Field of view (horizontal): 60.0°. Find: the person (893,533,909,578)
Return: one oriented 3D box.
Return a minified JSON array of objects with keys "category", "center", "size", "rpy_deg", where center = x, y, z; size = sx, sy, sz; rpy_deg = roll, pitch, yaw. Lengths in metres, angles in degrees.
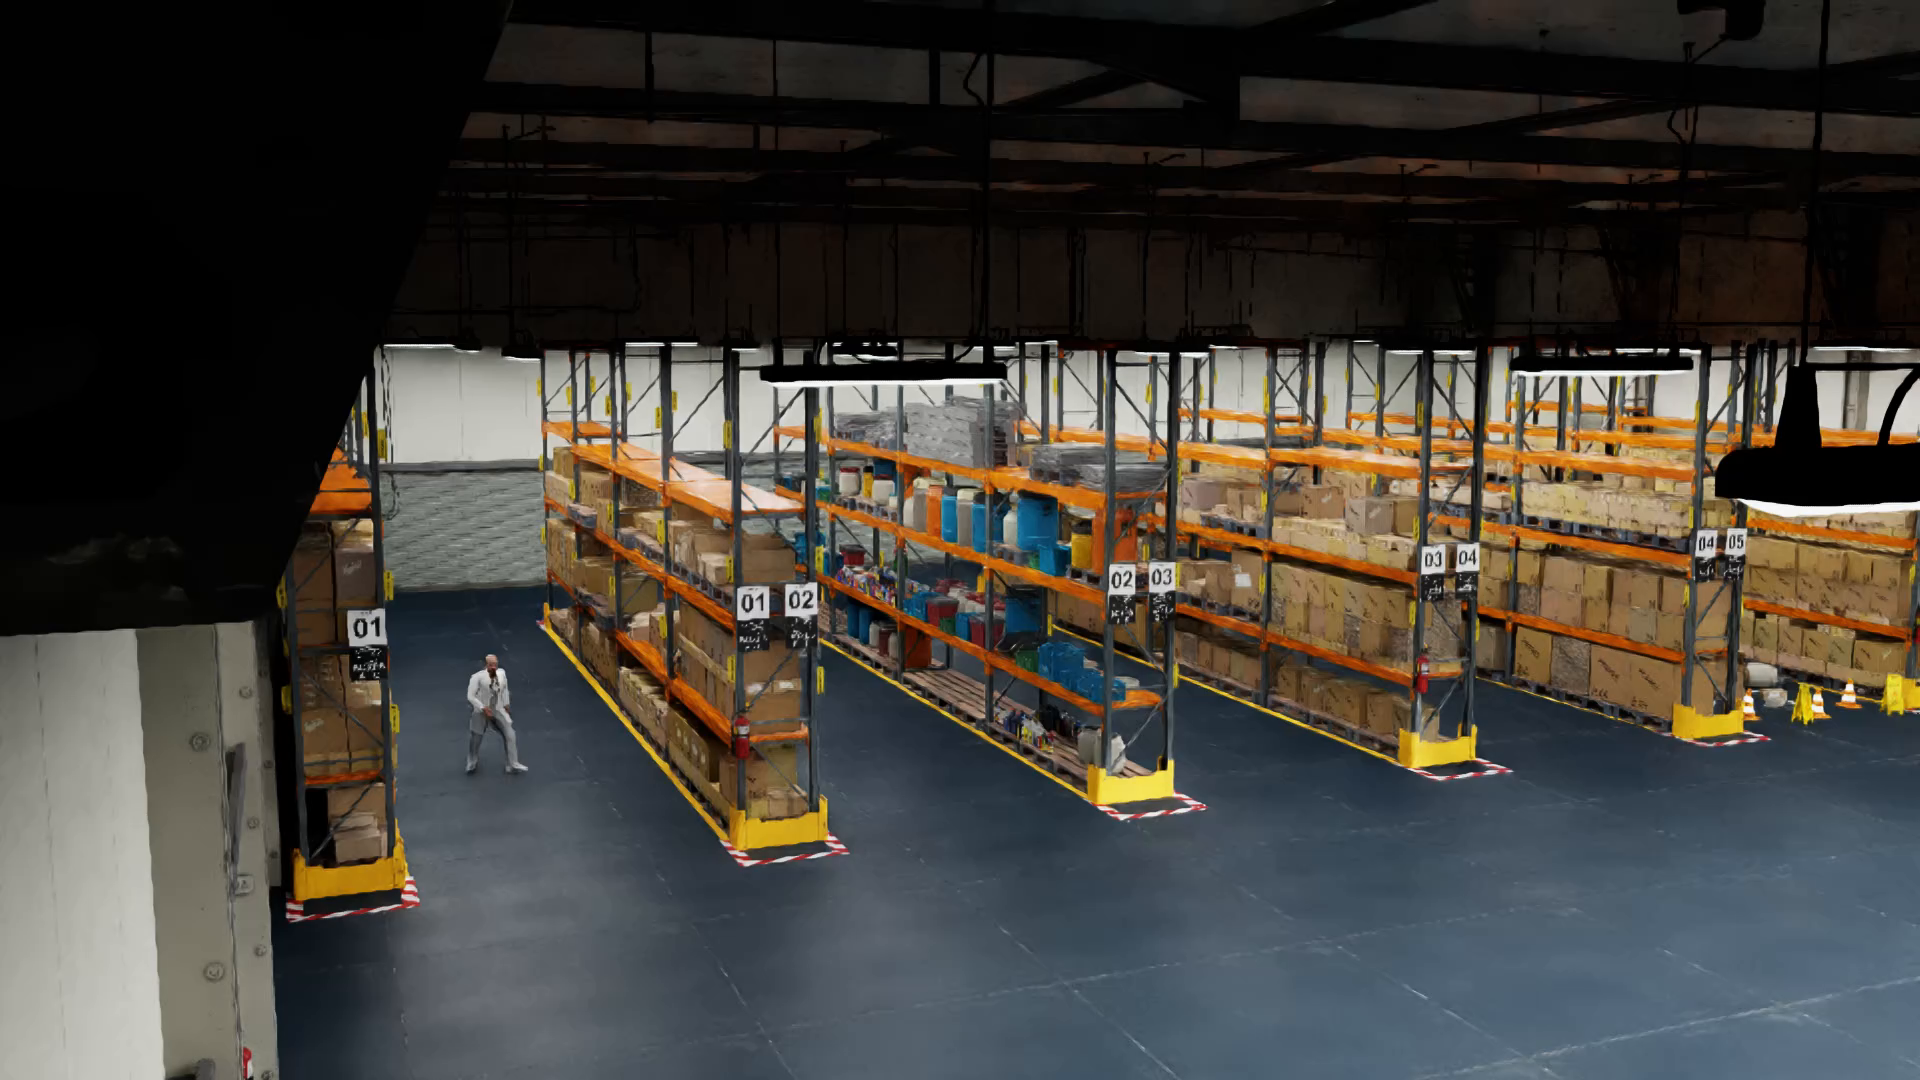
[{"category":"person","center":[-1.369,0.331,39.254],"size":[0.531,1.785,0.715],"rpy_deg":[2,8,15]}]

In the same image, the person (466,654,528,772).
[{"category":"person","center":[-6.629,2.431,23.445],"size":[0.735,1.715,0.896],"rpy_deg":[-6,9,-37]}]

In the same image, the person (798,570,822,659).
[{"category":"person","center":[-2.880,1.409,31.447],"size":[0.539,1.663,0.572],"rpy_deg":[0,7,2]}]
